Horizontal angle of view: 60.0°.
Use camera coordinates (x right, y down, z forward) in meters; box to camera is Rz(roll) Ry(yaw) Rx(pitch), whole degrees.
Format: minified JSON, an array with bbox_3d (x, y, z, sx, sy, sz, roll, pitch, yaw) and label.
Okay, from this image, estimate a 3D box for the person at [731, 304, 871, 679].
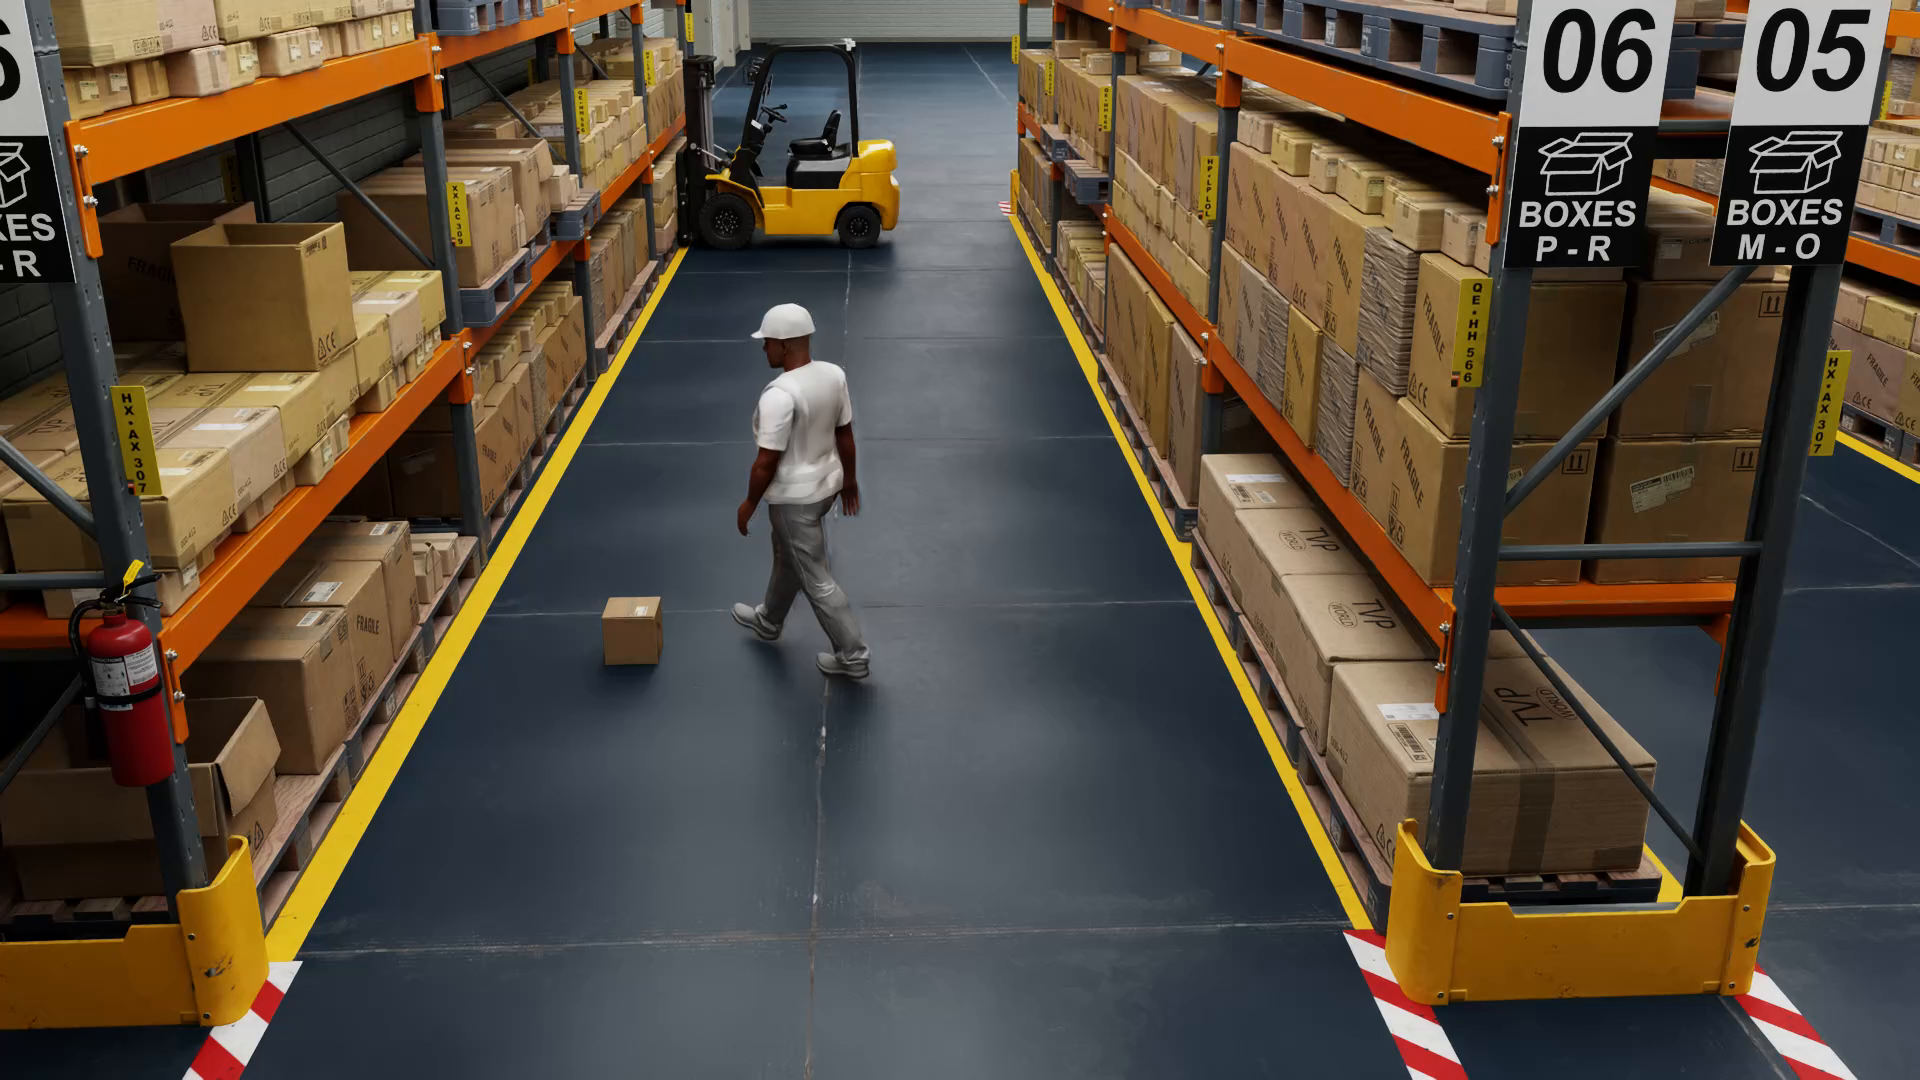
[{"bbox_3d":[-0.807,-0.243,7.677,0.937,1.726,0.613,9,22,24],"label":"person"}]
